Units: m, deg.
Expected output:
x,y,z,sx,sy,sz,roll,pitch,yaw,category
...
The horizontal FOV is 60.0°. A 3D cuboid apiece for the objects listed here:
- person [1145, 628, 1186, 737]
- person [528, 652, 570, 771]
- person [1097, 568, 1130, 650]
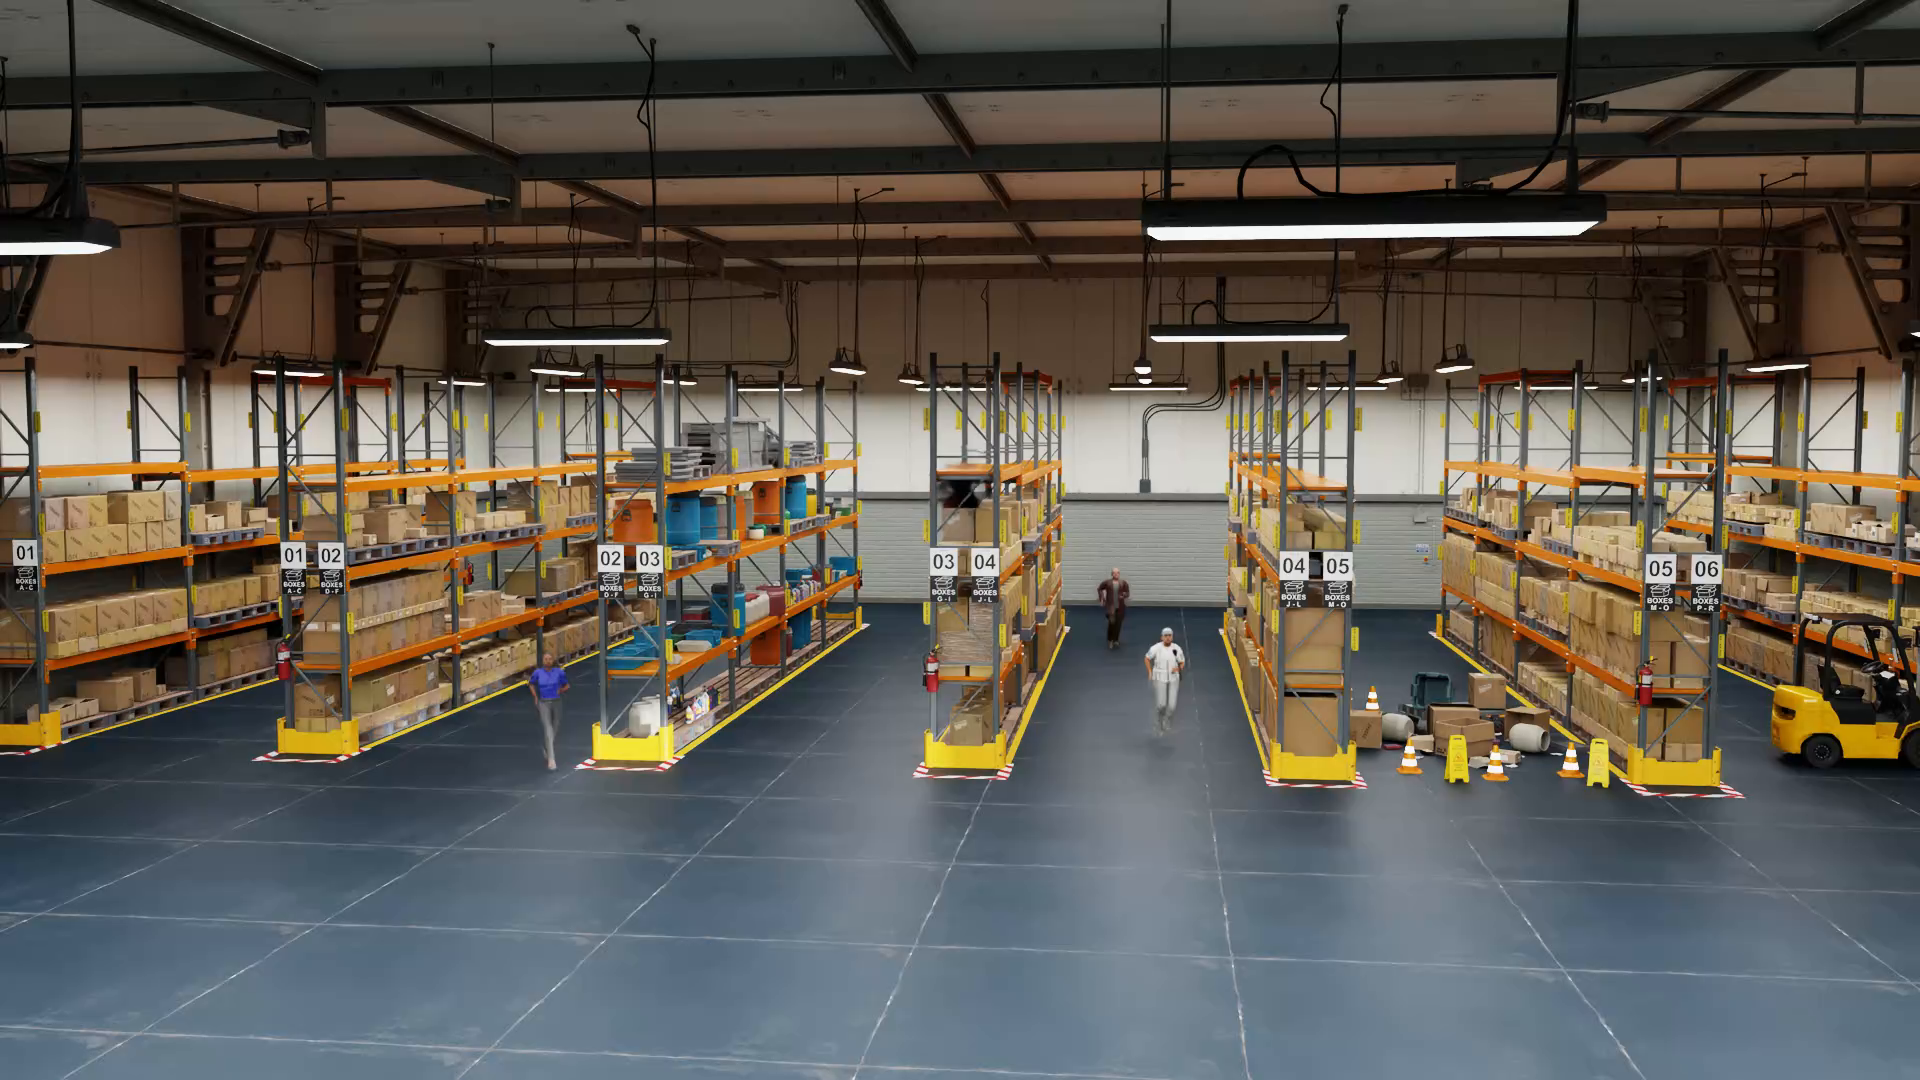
x,y,z,sx,sy,sz,roll,pitch,yaw,category
3.144,2.175,25.308,0.593,1.674,0.583,0,4,-4,person
-5.975,2.447,24.283,0.562,1.659,0.849,-2,5,-26,person
3.424,1.522,36.769,0.675,1.804,0.778,0,4,-7,person
